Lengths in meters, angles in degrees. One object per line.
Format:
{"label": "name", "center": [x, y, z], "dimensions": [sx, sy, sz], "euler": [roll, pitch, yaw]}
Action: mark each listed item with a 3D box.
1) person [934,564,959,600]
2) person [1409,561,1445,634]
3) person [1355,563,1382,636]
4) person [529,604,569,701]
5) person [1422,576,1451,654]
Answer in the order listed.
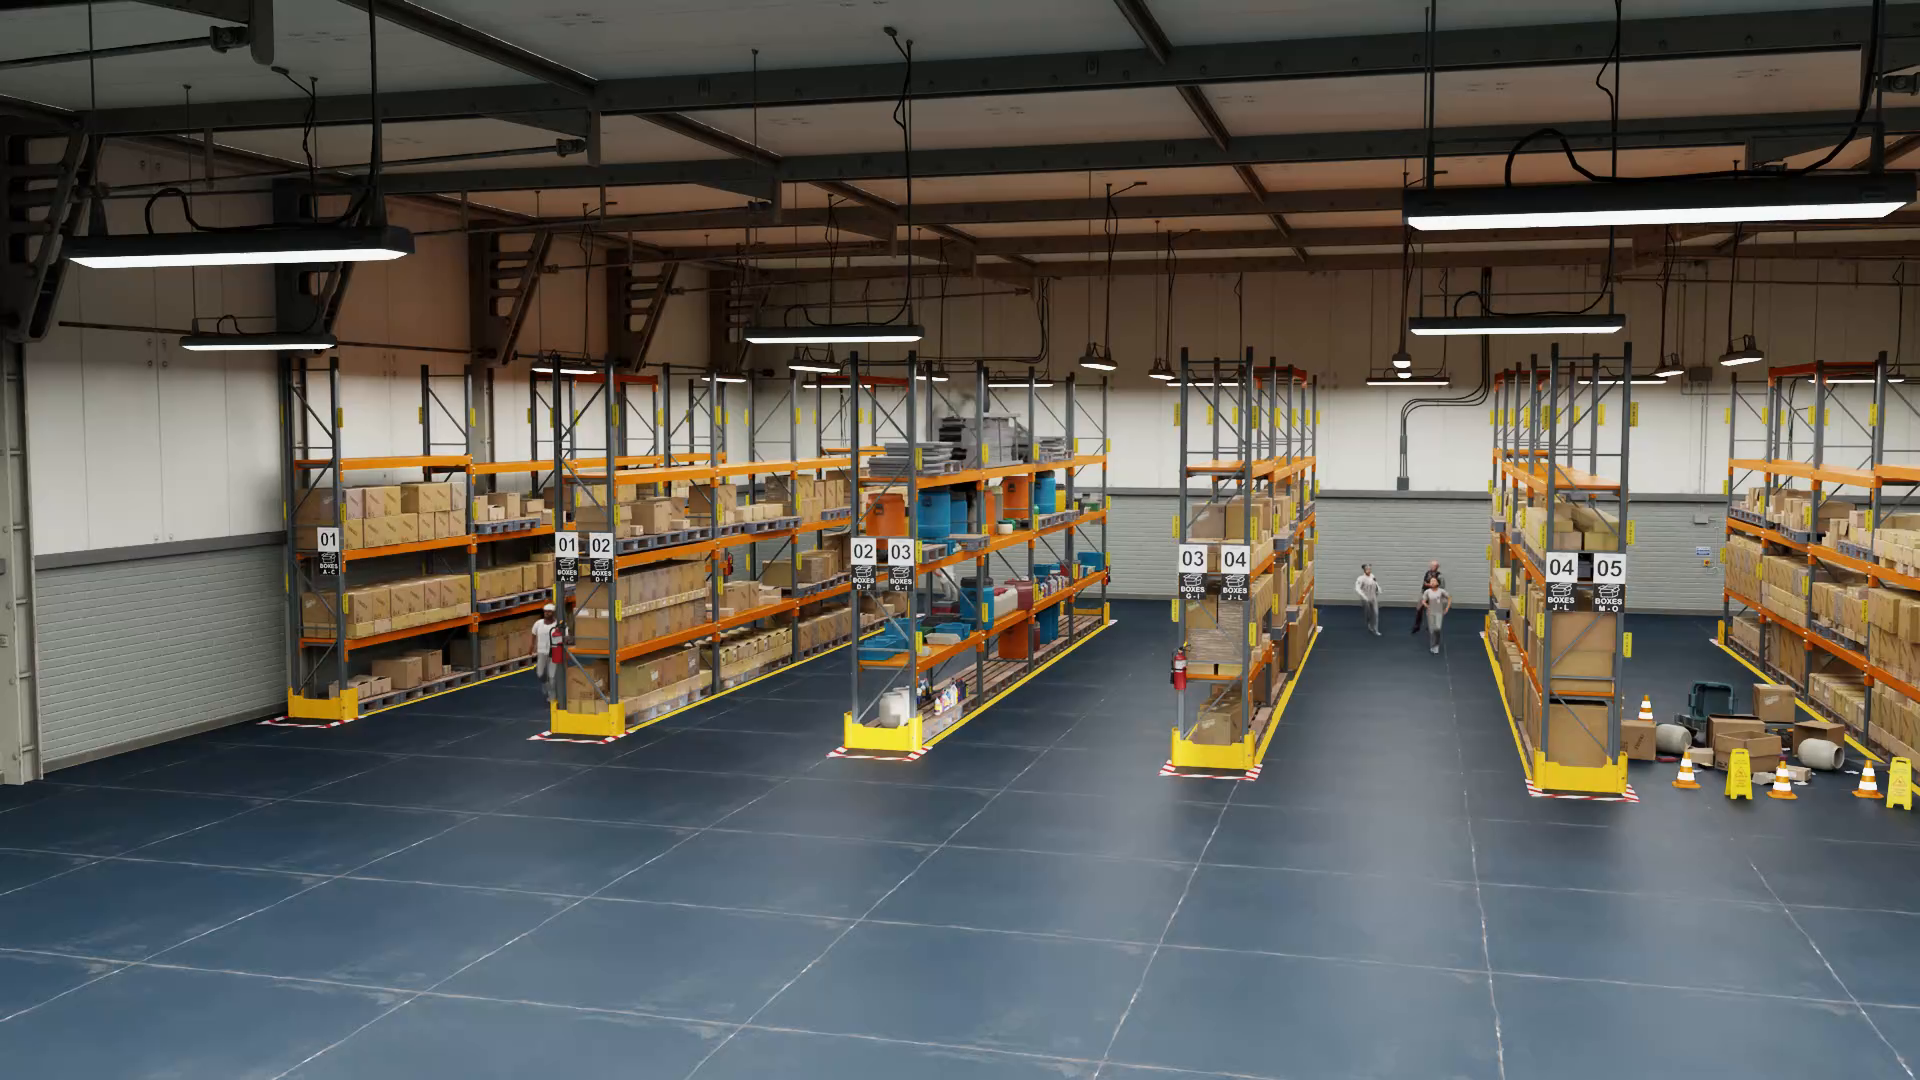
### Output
{"label": "person", "center": [-0.358, 1.051, 41.990], "dimensions": [0.690, 1.755, 0.770], "euler": [-3, 5, -39]}
{"label": "person", "center": [10.927, 1.330, 38.522], "dimensions": [0.796, 1.702, 0.751], "euler": [-4, 6, -44]}
{"label": "person", "center": [9.431, 1.379, 38.578], "dimensions": [0.663, 1.721, 0.782], "euler": [-1, 4, -9]}
{"label": "person", "center": [-7.260, 1.988, 29.324], "dimensions": [0.705, 1.722, 0.578], "euler": [0, 4, 1]}
{"label": "person", "center": [10.094, 1.592, 35.308], "dimensions": [0.575, 1.641, 0.655], "euler": [2, 5, 24]}
